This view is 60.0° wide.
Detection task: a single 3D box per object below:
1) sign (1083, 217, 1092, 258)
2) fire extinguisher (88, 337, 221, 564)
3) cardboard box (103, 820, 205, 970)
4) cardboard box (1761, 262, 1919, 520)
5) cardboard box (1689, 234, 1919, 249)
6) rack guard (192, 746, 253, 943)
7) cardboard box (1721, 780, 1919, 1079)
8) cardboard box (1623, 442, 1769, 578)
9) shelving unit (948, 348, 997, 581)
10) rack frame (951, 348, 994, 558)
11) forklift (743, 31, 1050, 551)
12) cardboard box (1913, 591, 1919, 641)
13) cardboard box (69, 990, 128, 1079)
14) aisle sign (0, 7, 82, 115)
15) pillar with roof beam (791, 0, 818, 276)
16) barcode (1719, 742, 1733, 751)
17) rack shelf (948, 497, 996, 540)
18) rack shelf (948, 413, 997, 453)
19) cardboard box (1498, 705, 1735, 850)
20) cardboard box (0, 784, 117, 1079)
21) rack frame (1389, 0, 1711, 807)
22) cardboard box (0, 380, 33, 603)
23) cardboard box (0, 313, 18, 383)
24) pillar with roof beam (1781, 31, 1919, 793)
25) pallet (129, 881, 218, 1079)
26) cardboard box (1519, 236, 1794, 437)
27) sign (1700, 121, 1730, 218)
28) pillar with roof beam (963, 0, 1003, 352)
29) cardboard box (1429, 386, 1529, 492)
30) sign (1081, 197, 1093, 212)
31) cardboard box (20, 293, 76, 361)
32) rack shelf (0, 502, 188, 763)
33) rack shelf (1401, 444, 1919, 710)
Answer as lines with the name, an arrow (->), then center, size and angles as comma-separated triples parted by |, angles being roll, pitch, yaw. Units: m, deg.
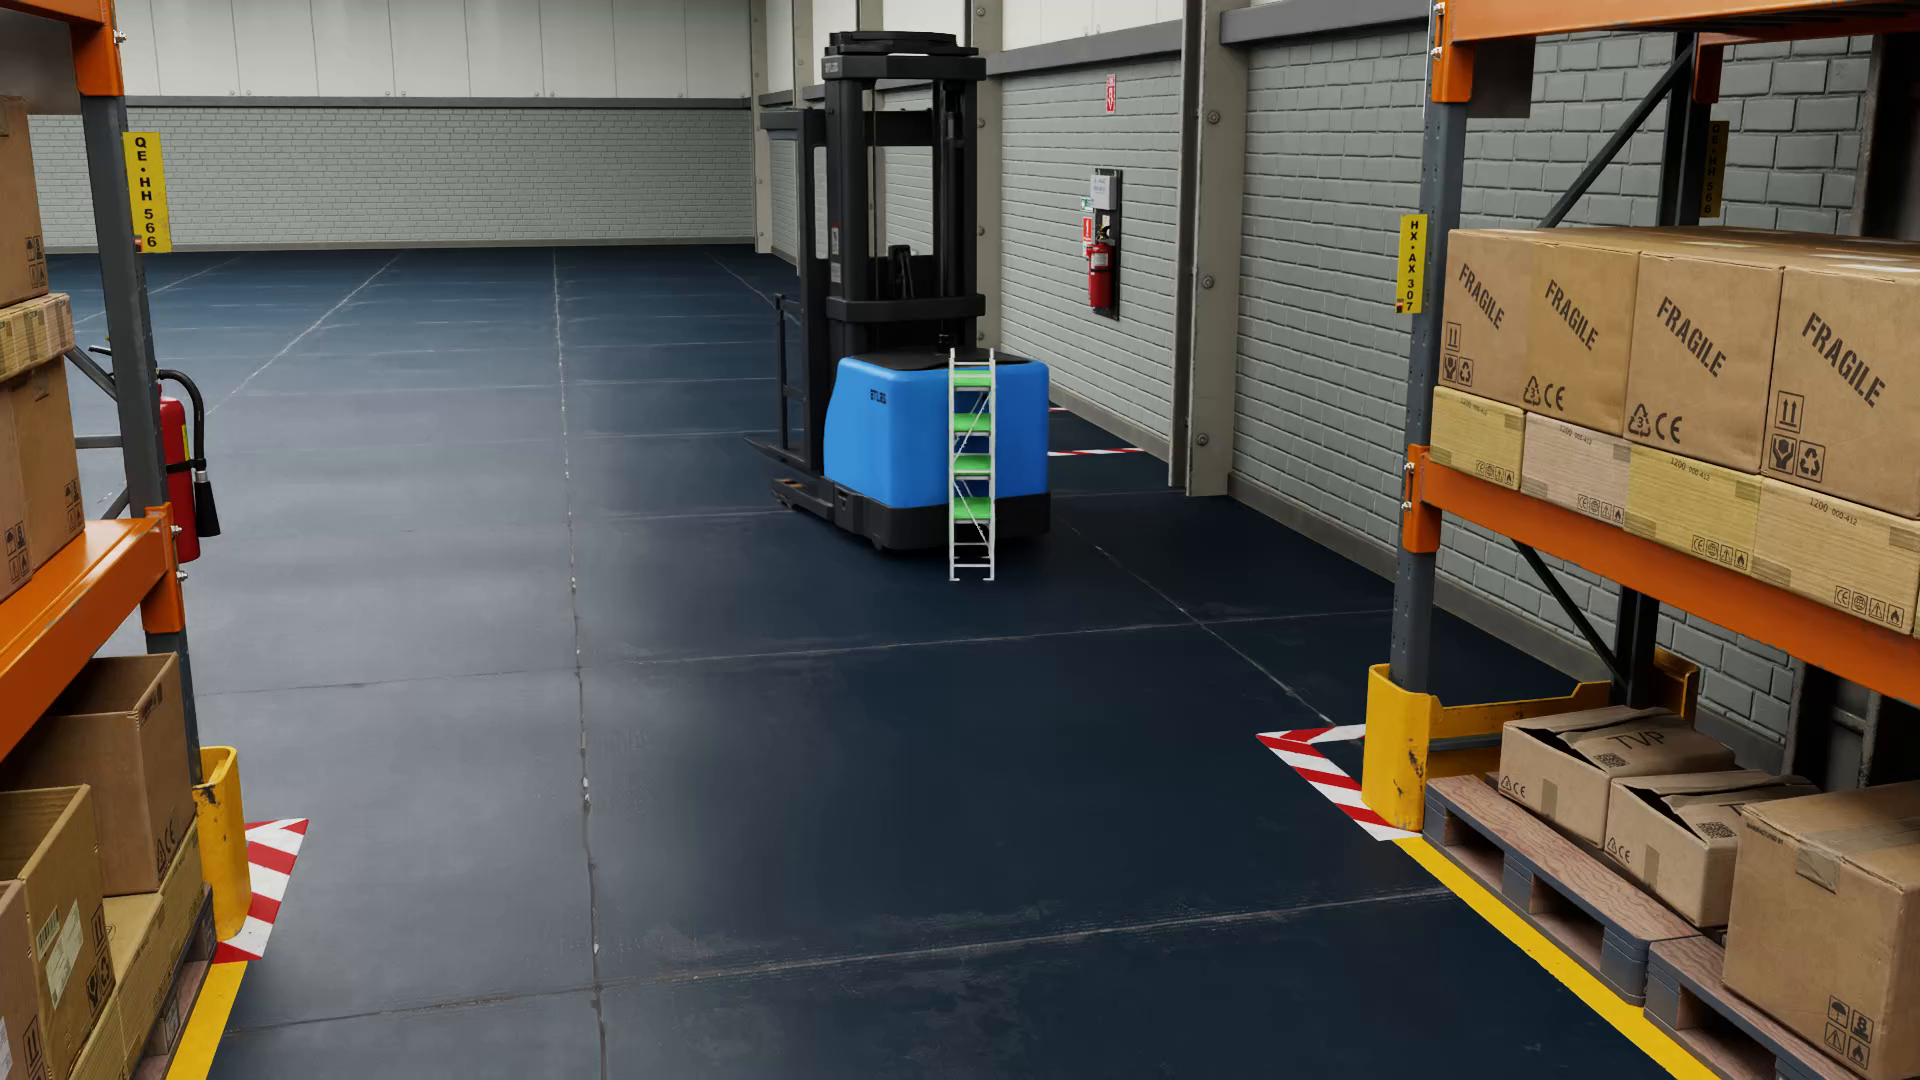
sign -> 1.061, -2.525, 13.865 | 0.001, 0.329, 0.234 | -3, 14, -13
fire extinguisher -> -2.353, -0.269, 4.873 | 0.296, 0.674, 0.183 | -3, 14, -13
cardboard box -> -2.363, 0.985, 4.483 | 0.500, 0.250, 0.500 | -3, 14, -13
cardboard box -> 2.212, -0.353, 3.744 | 0.500, 0.500, 0.500 | -3, 14, -11
cardboard box -> 2.464, -0.618, 4.832 | 0.500, 0.500, 0.500 | -3, 14, -12
rack guard -> -2.782, 0.955, 4.965 | 1.175, 0.500, 0.348 | -3, 14, -13
cardboard box -> 2.370, 0.938, 4.108 | 0.700, 0.500, 0.500 | -4, 14, -17
cardboard box -> 2.093, -0.101, 4.292 | 0.500, 0.250, 0.500 | -4, 14, -14
shelving unit -> 0.067, -0.422, 9.125 | 0.258, 1.200, 0.503 | 0, 14, 0
rack frame -> 0.068, -0.480, 9.362 | 0.240, 1.200, 0.015 | 0, 14, 0
forklift -> -0.585, -1.665, 10.564 | 1.130, 2.935, 3.031 | -7, 15, -26
cardboard box -> 2.329, 0.132, 3.340 | 0.500, 0.250, 0.500 | -3, 14, -13
cardboard box -> -2.115, 1.215, 3.542 | 0.500, 0.250, 0.500 | -3, 14, -13
aisle sign -> -2.506, -1.548, 4.466 | 0.394, 0.787, 0.004 | -3, 14, -13
pillar with roof beam -> -6.778, -8.629, 26.284 | 9.100, 9.000, 0.400 | -3, 14, -13
barcode -> 2.506, 0.704, 5.446 | 0.001, 0.075, 0.075 | -3, 14, -13
rack shelf -> 0.067, -0.126, 9.197 | 0.258, 0.148, 0.480 | 0, 14, 0
rack shelf -> 0.067, -0.593, 9.083 | 0.258, 0.148, 0.480 | 0, 14, 0
cardboard box -> 2.113, 0.726, 5.373 | 0.500, 0.311, 0.500 | -5, 15, -20
cardboard box -> -2.112, 0.851, 3.454 | 0.500, 0.500, 0.500 | -3, 14, -13
rack frame -> 2.038, -0.531, 5.780 | 1.000, 3.000, 0.127 | -3, 14, -13
cardboard box -> -2.551, -0.073, 3.696 | 0.700, 0.500, 0.500 | -3, 14, -12
cardboard box -> -2.379, -0.421, 3.751 | 0.380, 0.149, 0.250 | -3, 14, -14
pillar with roof beam -> -1.142, -3.092, 3.622 | 9.100, 9.000, 0.400 | -3, 14, -13
pallet -> -2.556, 1.275, 4.264 | 1.003, 0.211, 1.213 | -3, 14, -13
cardboard box -> 1.964, -0.591, 4.718 | 0.500, 0.500, 0.500 | -3, 14, -13
sign -> 2.582, -1.273, 5.712 | 0.100, 0.325, 0.005 | -3, 14, -13
pillar with roof beam -> -3.960, -5.860, 14.953 | 9.100, 9.000, 0.400 | -3, 14, -13
cardboard box -> 1.844, -0.337, 5.262 | 0.500, 0.250, 0.500 | -4, 14, -15
sign -> 1.053, -2.780, 13.796 | 0.001, 0.109, 0.331 | -3, 14, -13
cardboard box -> -2.502, -0.540, 4.240 | 0.380, 0.149, 0.250 | -4, 14, -14
rack shelf -> -2.307, 0.557, 2.843 | 1.077, 0.370, 4.000 | -3, 14, -13
rack shelf -> 2.507, 0.280, 3.976 | 1.077, 0.370, 4.000 | -3, 14, -13
